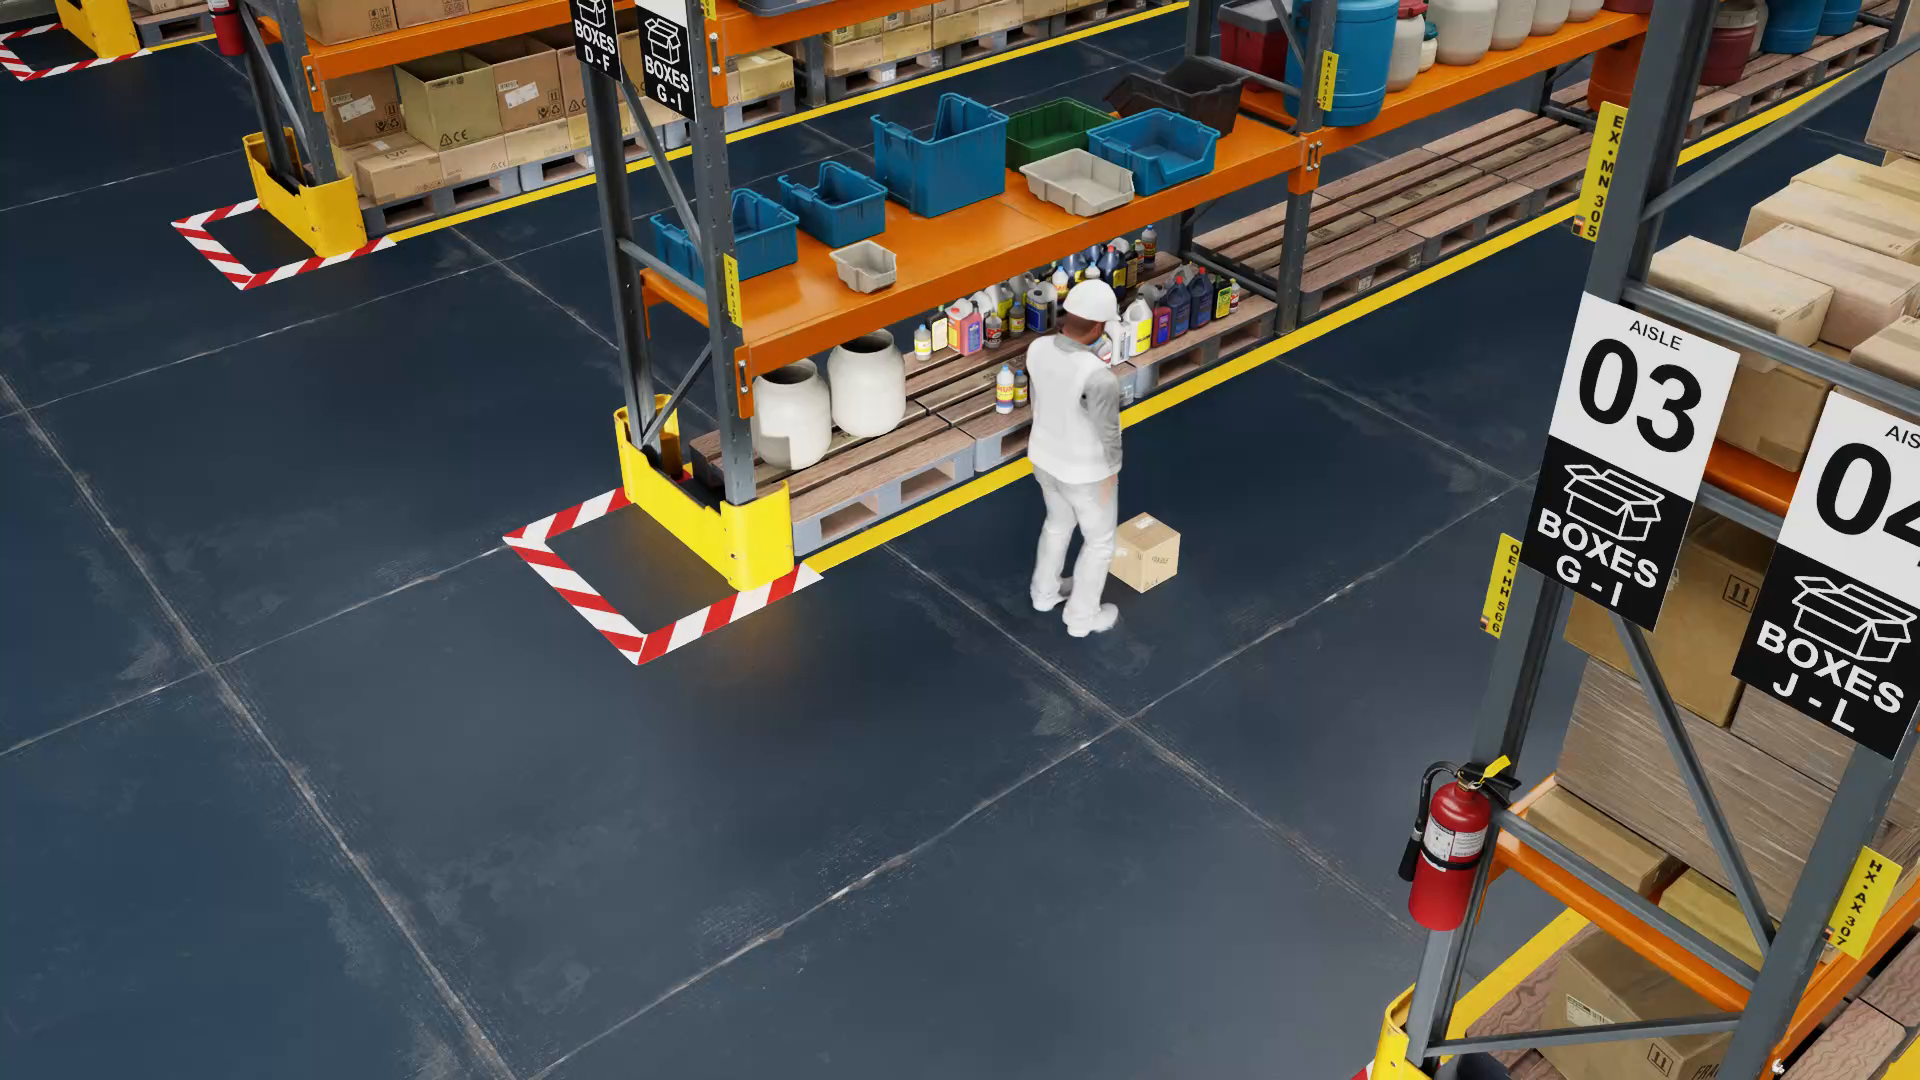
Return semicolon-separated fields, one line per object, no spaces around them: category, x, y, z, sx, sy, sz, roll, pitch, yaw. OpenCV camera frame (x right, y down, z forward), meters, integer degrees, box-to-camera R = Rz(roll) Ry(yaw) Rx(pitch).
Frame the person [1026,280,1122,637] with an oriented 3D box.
person;0.526;-0.377;7.606;0.400;1.754;0.543;-25;43;-31
